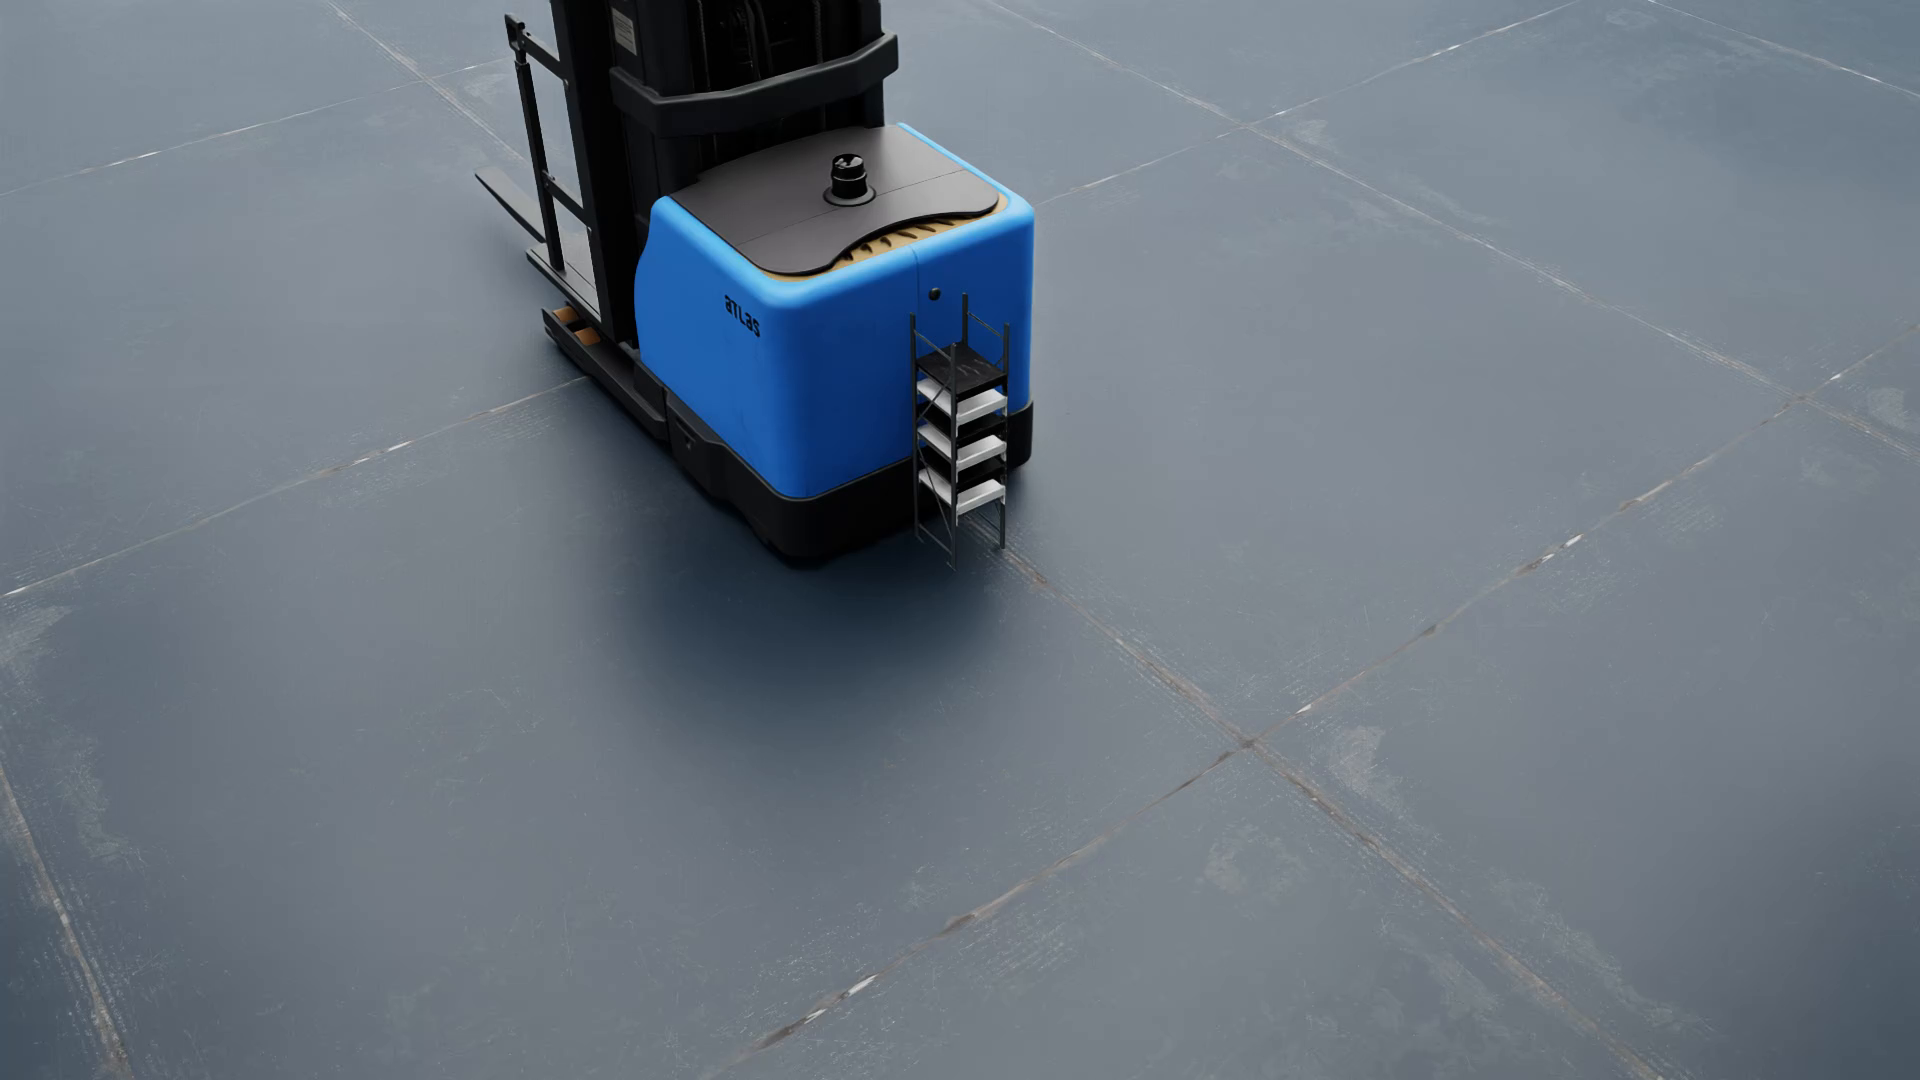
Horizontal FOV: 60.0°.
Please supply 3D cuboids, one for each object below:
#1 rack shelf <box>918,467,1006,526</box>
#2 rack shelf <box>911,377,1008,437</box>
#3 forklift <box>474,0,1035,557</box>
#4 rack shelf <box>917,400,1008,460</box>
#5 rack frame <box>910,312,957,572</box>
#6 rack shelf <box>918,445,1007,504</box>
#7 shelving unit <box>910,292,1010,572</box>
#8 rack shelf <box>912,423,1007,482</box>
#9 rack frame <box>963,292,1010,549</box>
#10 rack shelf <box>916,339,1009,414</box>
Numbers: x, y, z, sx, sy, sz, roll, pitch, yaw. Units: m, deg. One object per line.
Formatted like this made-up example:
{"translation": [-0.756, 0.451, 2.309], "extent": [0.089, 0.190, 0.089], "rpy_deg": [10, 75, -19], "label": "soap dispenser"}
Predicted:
{"translation": [-0.002, -0.176, 5.592], "extent": [0.200, 0.077, 0.258], "rpy_deg": [-25, 45, -27], "label": "rack shelf"}
{"translation": [-0.002, -0.455, 5.363], "extent": [0.200, 0.077, 0.258], "rpy_deg": [-25, 45, -27], "label": "rack shelf"}
{"translation": [-1.010, -1.965, 5.835], "extent": [1.130, 2.935, 3.031], "rpy_deg": [-25, 45, -27], "label": "forklift"}
{"translation": [-0.002, -0.385, 5.420], "extent": [0.200, 0.077, 0.258], "rpy_deg": [-25, 45, -27], "label": "rack shelf"}
{"translation": [-0.084, -0.303, 5.410], "extent": [0.006, 0.900, 0.240], "rpy_deg": [-25, 45, -27], "label": "rack frame"}
{"translation": [-0.002, -0.246, 5.534], "extent": [0.200, 0.077, 0.258], "rpy_deg": [-25, 45, -27], "label": "rack shelf"}
{"translation": [-0.002, -0.341, 5.456], "extent": [0.210, 0.900, 0.258], "rpy_deg": [-25, 45, -27], "label": "shelving unit"}
{"translation": [-0.002, -0.315, 5.477], "extent": [0.200, 0.077, 0.258], "rpy_deg": [-25, 45, -27], "label": "rack shelf"}
{"translation": [0.081, -0.379, 5.502], "extent": [0.006, 0.900, 0.240], "rpy_deg": [-25, 45, -27], "label": "rack frame"}
{"translation": [-0.002, -0.524, 5.306], "extent": [0.200, 0.077, 0.258], "rpy_deg": [-25, 45, -27], "label": "rack shelf"}
